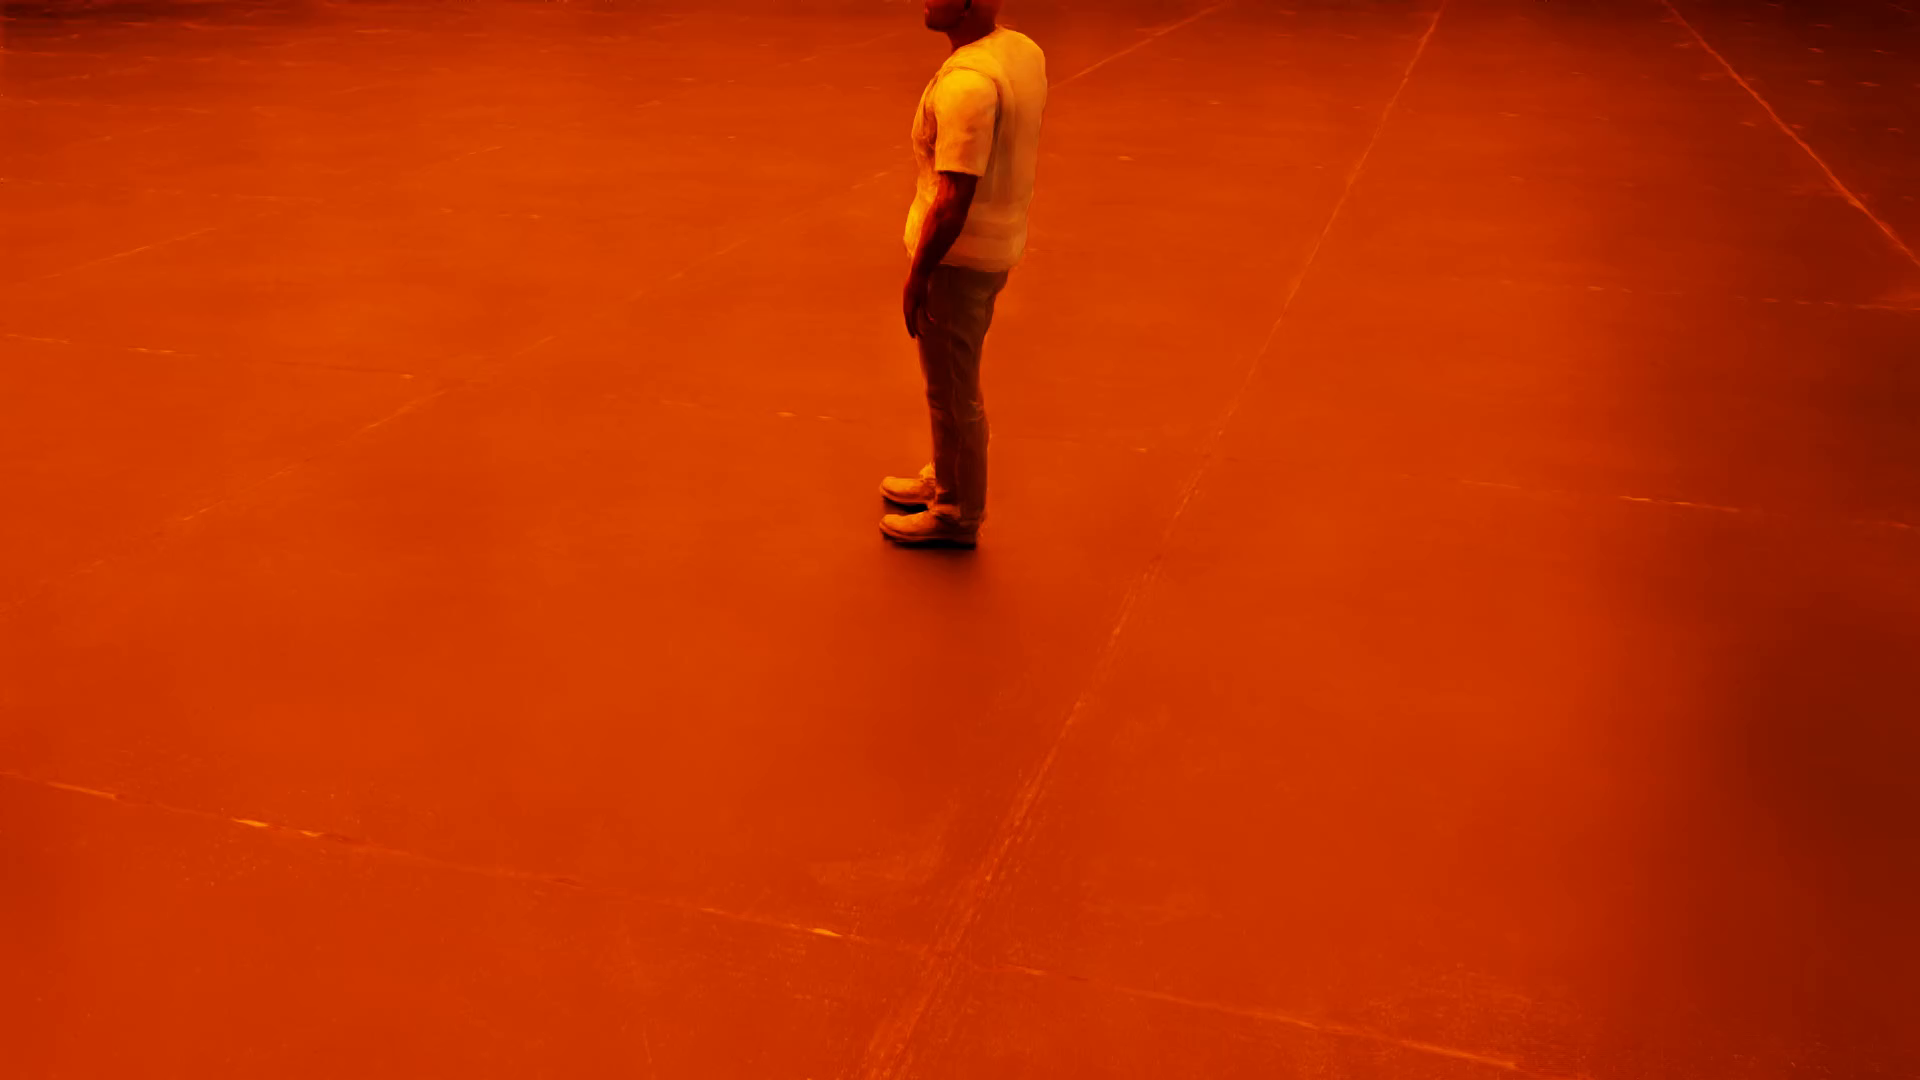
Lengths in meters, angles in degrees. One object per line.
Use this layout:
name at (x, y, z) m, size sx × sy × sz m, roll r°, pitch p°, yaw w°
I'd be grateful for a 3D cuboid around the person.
person at (-0.065, -0.833, 4.805) m, size 0.576 × 1.766 × 0.665 m, roll 7°, pitch 23°, yaw 16°
